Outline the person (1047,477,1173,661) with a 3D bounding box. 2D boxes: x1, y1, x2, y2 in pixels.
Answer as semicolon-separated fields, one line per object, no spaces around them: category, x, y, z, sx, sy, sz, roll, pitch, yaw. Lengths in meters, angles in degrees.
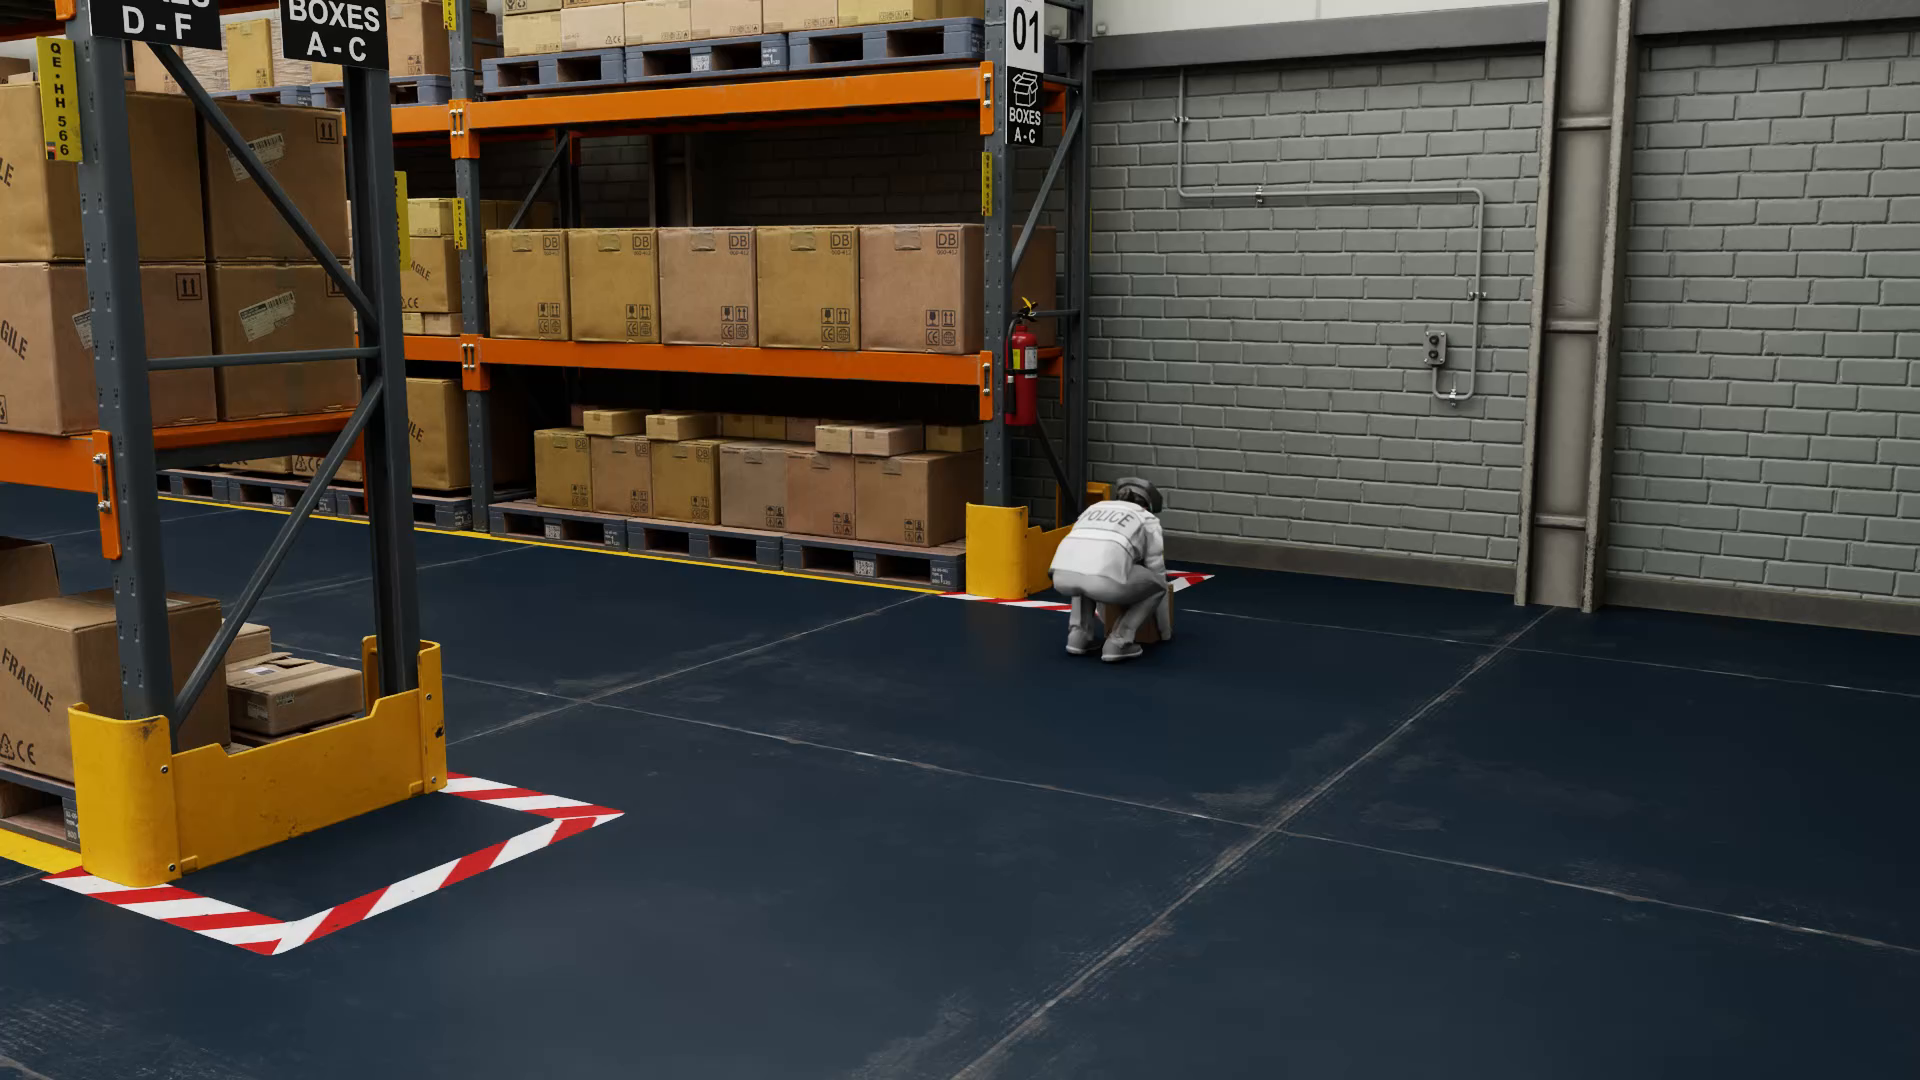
person;0.726;0.161;7.798;0.466;0.847;0.889;6;11;30
